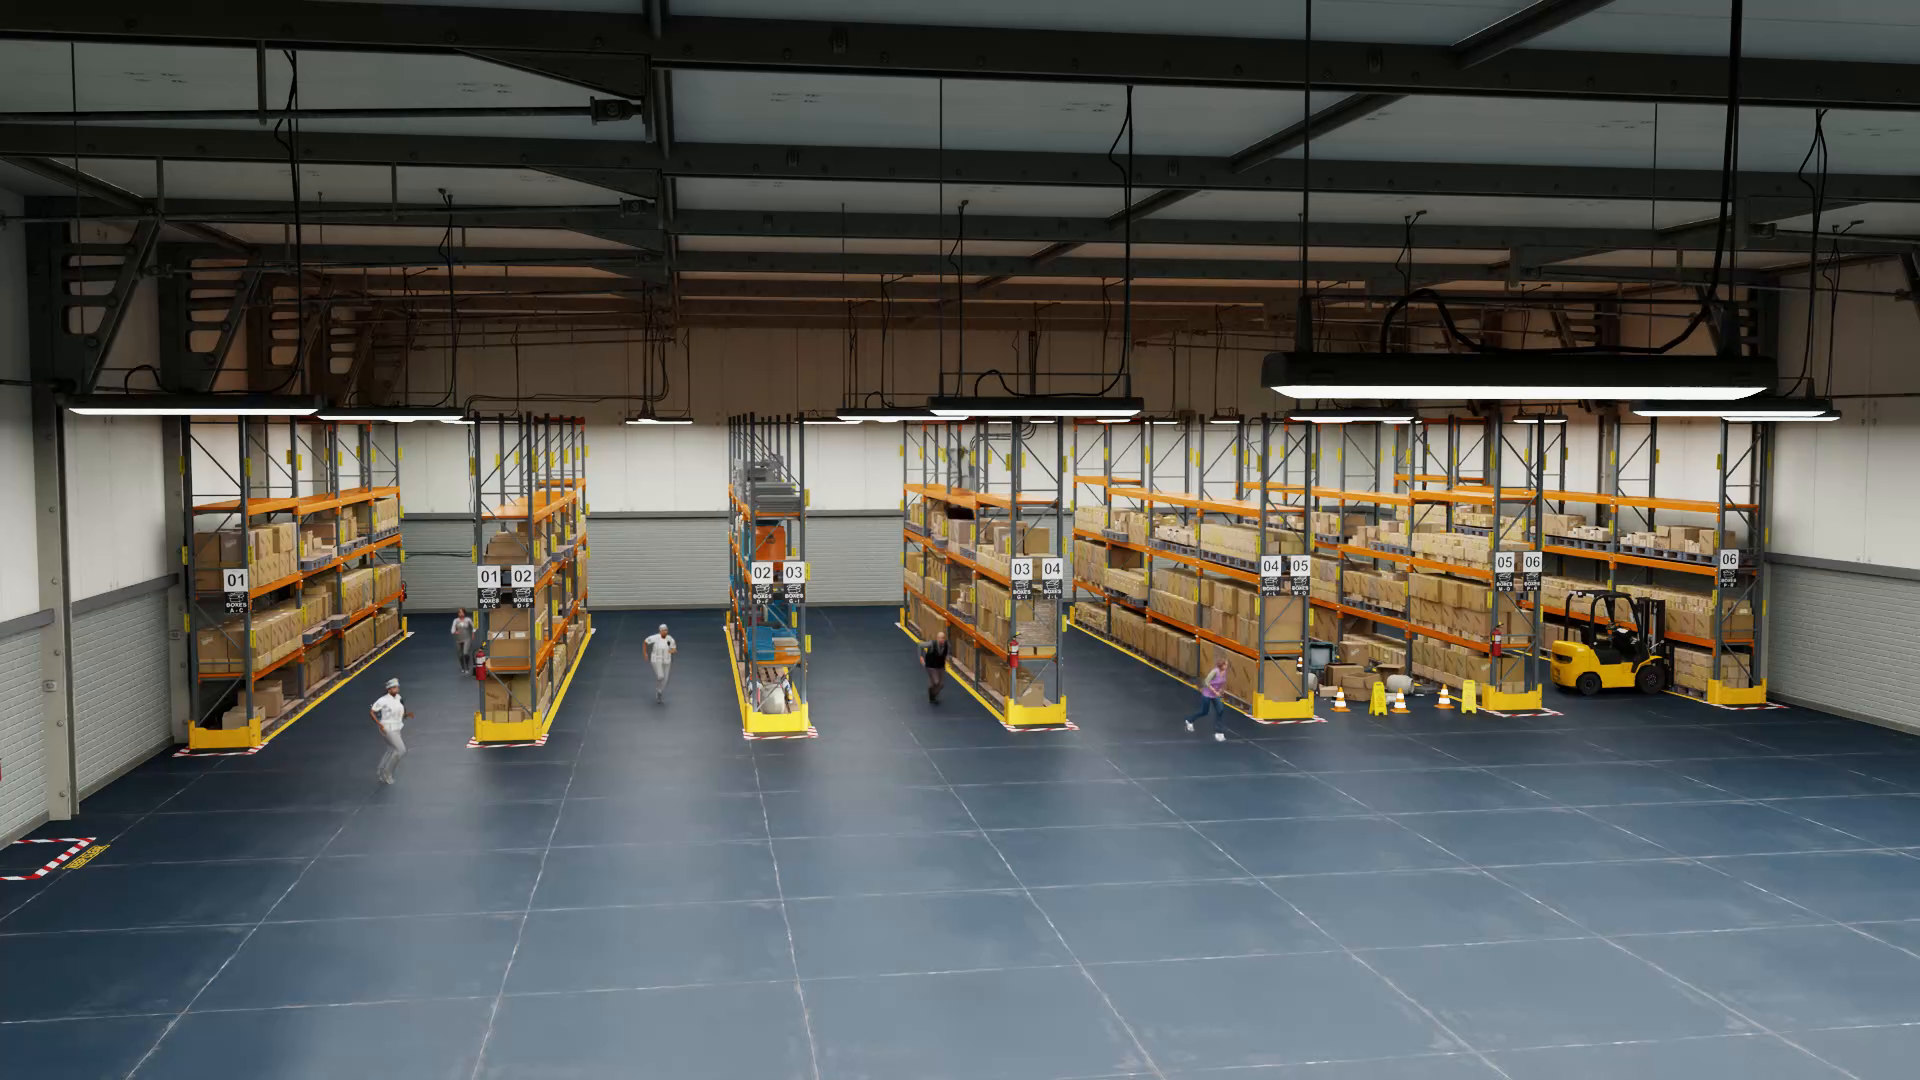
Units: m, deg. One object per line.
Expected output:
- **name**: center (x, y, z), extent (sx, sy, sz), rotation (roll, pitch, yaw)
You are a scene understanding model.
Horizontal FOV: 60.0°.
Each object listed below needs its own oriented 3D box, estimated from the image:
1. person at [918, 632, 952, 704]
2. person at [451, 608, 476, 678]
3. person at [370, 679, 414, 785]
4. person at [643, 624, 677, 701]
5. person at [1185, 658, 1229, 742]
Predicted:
- **person**: center (-0.508, 2.631, 34.100), extent (0.684, 1.548, 0.859), rotation (-2, 4, -22)
- **person**: center (-11.332, 2.344, 37.932), extent (0.507, 1.604, 0.667), rotation (0, 4, -5)
- **person**: center (-9.103, 3.076, 26.741), extent (0.667, 1.710, 0.550), rotation (1, 4, 14)
- **person**: center (-6.199, 2.548, 34.474), extent (0.637, 1.617, 0.759), rotation (-2, 4, -25)
- **person**: center (4.545, 2.899, 30.610), extent (0.917, 1.546, 0.573), rotation (3, 5, 40)
